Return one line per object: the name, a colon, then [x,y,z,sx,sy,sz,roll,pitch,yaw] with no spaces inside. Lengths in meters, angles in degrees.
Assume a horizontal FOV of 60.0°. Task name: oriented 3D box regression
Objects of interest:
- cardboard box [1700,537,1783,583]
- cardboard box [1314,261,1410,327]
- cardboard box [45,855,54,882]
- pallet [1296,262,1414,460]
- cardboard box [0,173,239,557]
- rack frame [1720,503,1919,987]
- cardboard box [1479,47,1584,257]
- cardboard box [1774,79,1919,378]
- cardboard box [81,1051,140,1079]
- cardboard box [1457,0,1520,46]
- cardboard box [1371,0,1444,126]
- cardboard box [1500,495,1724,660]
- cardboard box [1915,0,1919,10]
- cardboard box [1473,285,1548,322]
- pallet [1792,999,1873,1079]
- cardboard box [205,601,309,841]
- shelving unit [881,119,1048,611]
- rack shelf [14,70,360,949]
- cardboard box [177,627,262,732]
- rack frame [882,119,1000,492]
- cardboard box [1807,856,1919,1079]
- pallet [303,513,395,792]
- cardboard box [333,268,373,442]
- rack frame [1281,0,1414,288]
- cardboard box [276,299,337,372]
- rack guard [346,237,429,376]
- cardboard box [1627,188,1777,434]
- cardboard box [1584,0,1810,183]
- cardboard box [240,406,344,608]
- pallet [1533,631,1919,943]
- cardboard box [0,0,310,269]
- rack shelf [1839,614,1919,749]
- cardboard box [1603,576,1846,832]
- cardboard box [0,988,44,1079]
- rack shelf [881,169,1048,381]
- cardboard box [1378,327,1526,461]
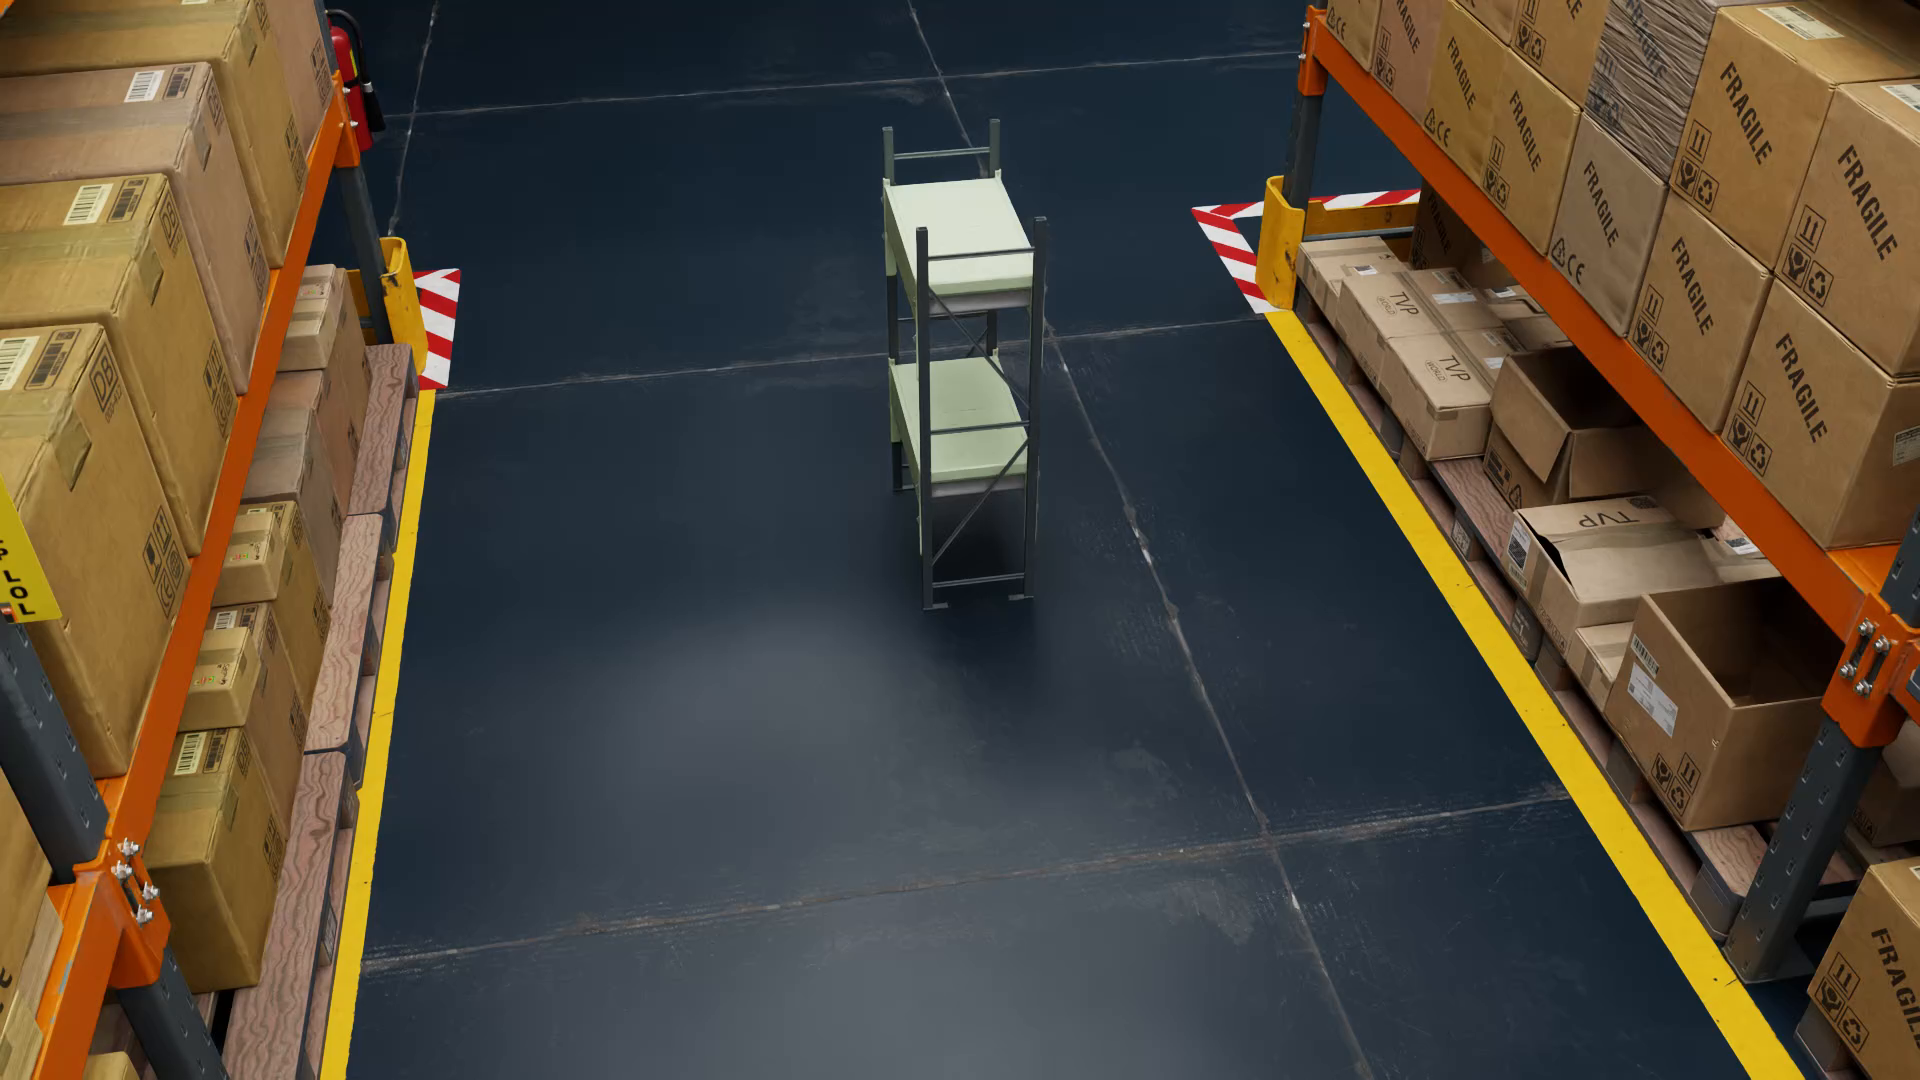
cardboard box: [2.648,0.119,5.602,0.380,0.166,0.250,-6,38,-8]
cardboard box: [1.747,-1.058,7.117,0.380,0.166,0.250,-6,38,-8]
cardboard box: [-2.407,0.719,4.046,0.380,0.149,0.250,-6,38,-8]
pallet: [2.123,-0.815,7.127,1.003,0.211,1.213,-6,38,-8]
cardboard box: [-2.408,-0.382,4.052,0.980,0.700,0.700,-7,38,-9]
rack frame: [2.670,-0.028,3.841,1.000,3.000,0.127,-6,38,-8]
cardboard box: [2.054,-1.270,5.359,0.500,0.500,0.500,-6,38,-7]
cardboard box: [2.326,-0.740,3.861,0.500,0.500,0.500,-6,38,-8]
cardboard box: [-1.965,1.569,3.195,0.750,0.750,0.750,-6,38,-7]
cardboard box: [1.969,-1.964,5.437,0.500,0.500,0.500,-6,38,-7]
cardboard box: [1.882,-1.876,6.138,0.500,0.500,0.500,-7,38,-8]
cardboard box: [2.159,0.094,5.517,0.500,0.311,0.500,-6,38,-8]
cardboard box: [2.773,-1.089,4.310,0.500,0.500,0.500,-7,38,-9]
cardboard box: [2.289,-0.942,6.969,0.380,0.166,0.250,-6,38,-8]
pallet: [2.850,1.561,4.069,1.003,0.211,1.213,-6,38,-8]
cardboard box: [-2.321,0.562,4.777,0.700,0.500,0.500,-7,38,-8]
shelving unit: [0.001,-0.588,5.785,0.431,1.500,0.755,-6,38,-8]
rack shelf: [-2.557,-0.417,4.928,1.077,0.370,4.000,-6,38,-8]
cardboard box: [-2.117,0.383,4.478,0.380,0.149,0.250,-5,38,-6]
rack frame: [-0.063,-0.809,6.069,0.400,1.500,0.023,-6,38,-8]
cardboard box: [2.515,1.104,4.063,0.500,0.500,0.500,-8,39,-10]
pallet: [-2.480,0.402,5.560,1.003,0.211,1.213,-6,38,-8]
cardboard box: [-2.687,-0.675,6.370,0.700,0.500,0.500,-6,38,-8]
rack frame: [1.969,-2.444,6.951,1.000,3.000,0.127,-6,38,-8]
cardboard box: [-2.439,-0.719,5.897,0.380,0.149,0.250,-5,38,-7]
rack guard: [-2.912,-0.936,7.047,1.175,0.500,0.348,-6,38,-8]
cardboard box: [2.238,-0.653,4.564,0.500,0.500,0.500,-5,38,-7]
cardboard box: [2.146,-1.353,4.650,0.500,0.500,0.500,-6,38,-8]
cardboard box: [-2.510,-0.069,5.590,0.700,0.500,0.500,-7,38,-9]
pallet: [2.550,0.659,5.230,1.003,0.211,1.213,-6,38,-8]
cardboard box: [-2.670,-1.282,5.211,0.980,0.700,0.700,-7,38,-8]
rack shelf: [3.020,1.464,2.507,1.077,0.370,4.000,-6,38,-8]
cardboard box: [2.291,0.472,4.876,0.500,0.500,0.500,-6,38,-8]
cardboard box: [-1.801,0.922,2.806,0.380,0.149,0.250,-6,38,-7]
rack shelf: [0.001,-0.896,5.545,0.431,0.370,0.720,-6,38,-8]
cardboard box: [1.960,-0.569,6.420,0.500,0.250,0.500,-6,38,-8]
